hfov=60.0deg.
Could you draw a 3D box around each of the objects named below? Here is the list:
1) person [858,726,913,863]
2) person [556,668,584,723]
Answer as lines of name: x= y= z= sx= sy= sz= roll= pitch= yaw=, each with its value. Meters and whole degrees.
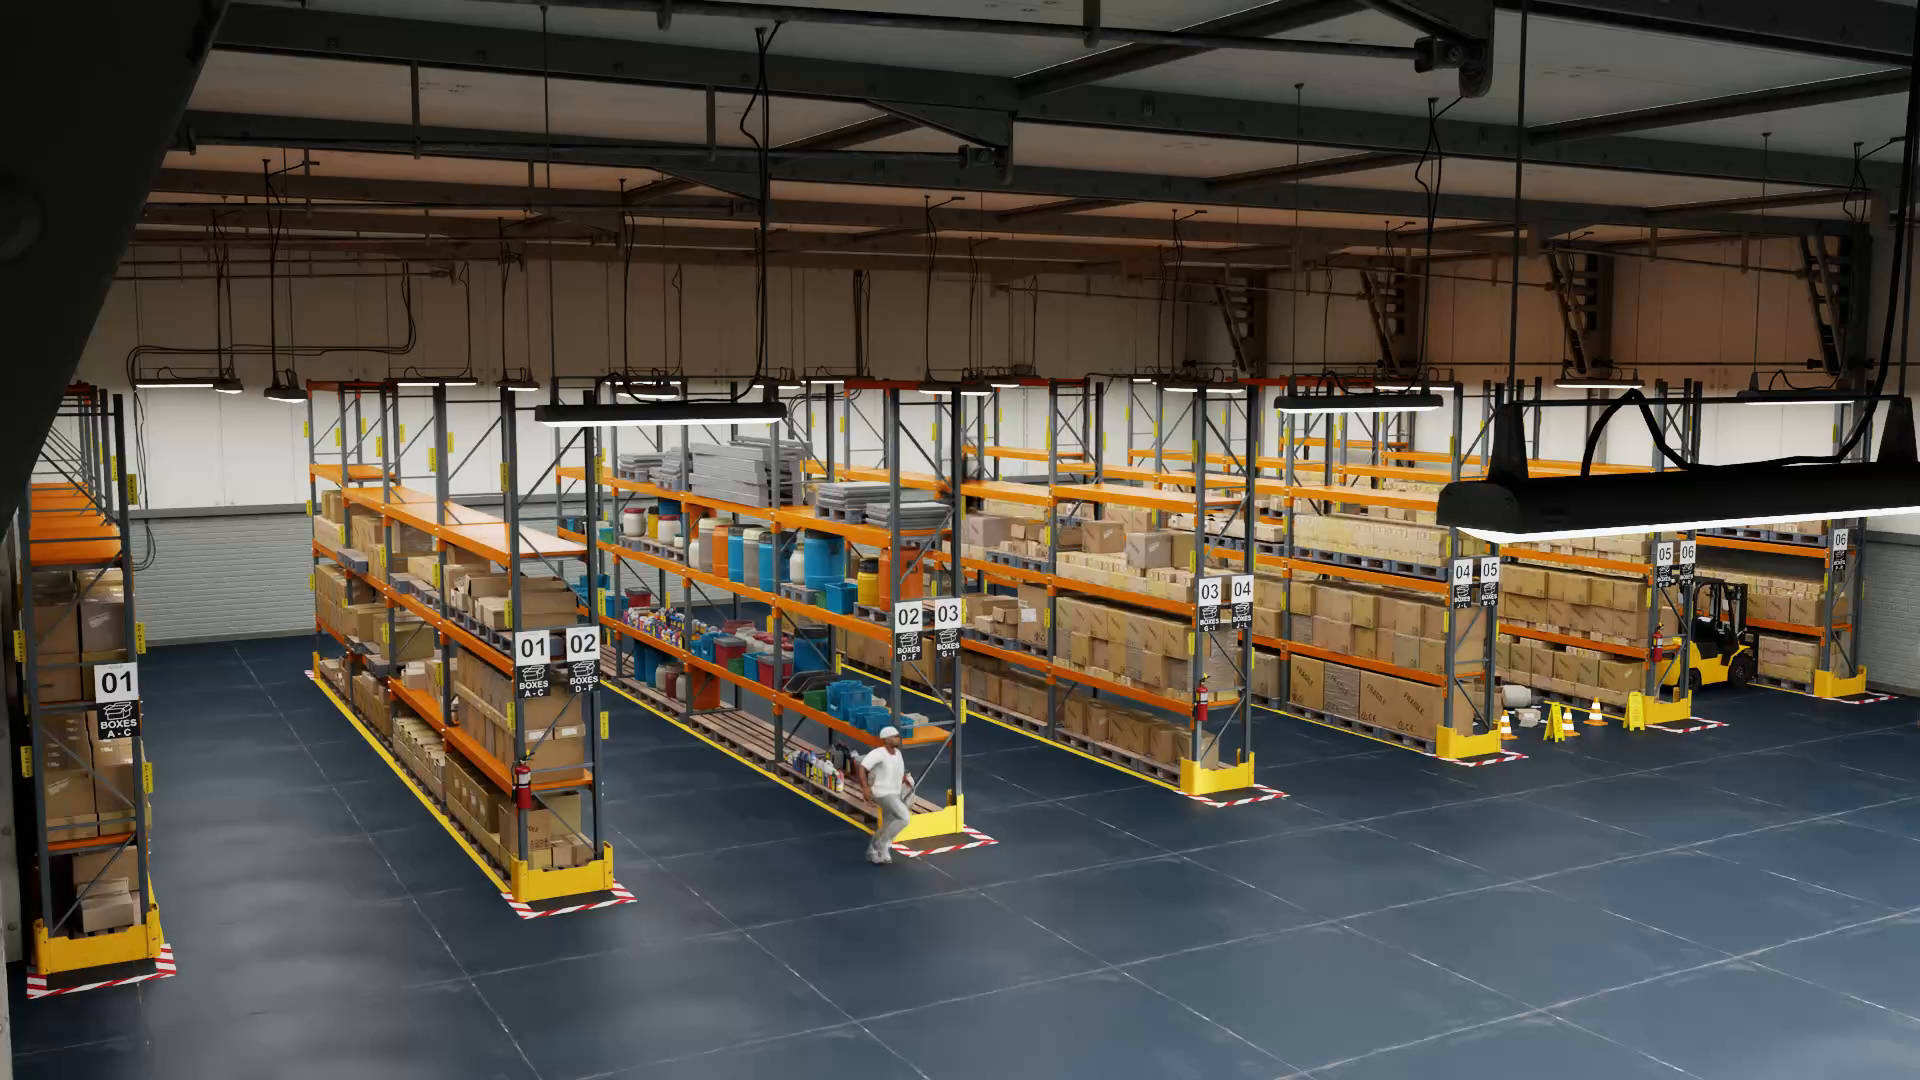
person: x=-0.875 y=3.230 z=21.127 sx=0.643 sy=1.689 sz=0.727 roll=3 pitch=7 yaw=26
person: x=-6.880 y=2.361 z=29.272 sx=0.683 sy=1.871 sz=0.783 roll=-4 pitch=7 yaw=-32
